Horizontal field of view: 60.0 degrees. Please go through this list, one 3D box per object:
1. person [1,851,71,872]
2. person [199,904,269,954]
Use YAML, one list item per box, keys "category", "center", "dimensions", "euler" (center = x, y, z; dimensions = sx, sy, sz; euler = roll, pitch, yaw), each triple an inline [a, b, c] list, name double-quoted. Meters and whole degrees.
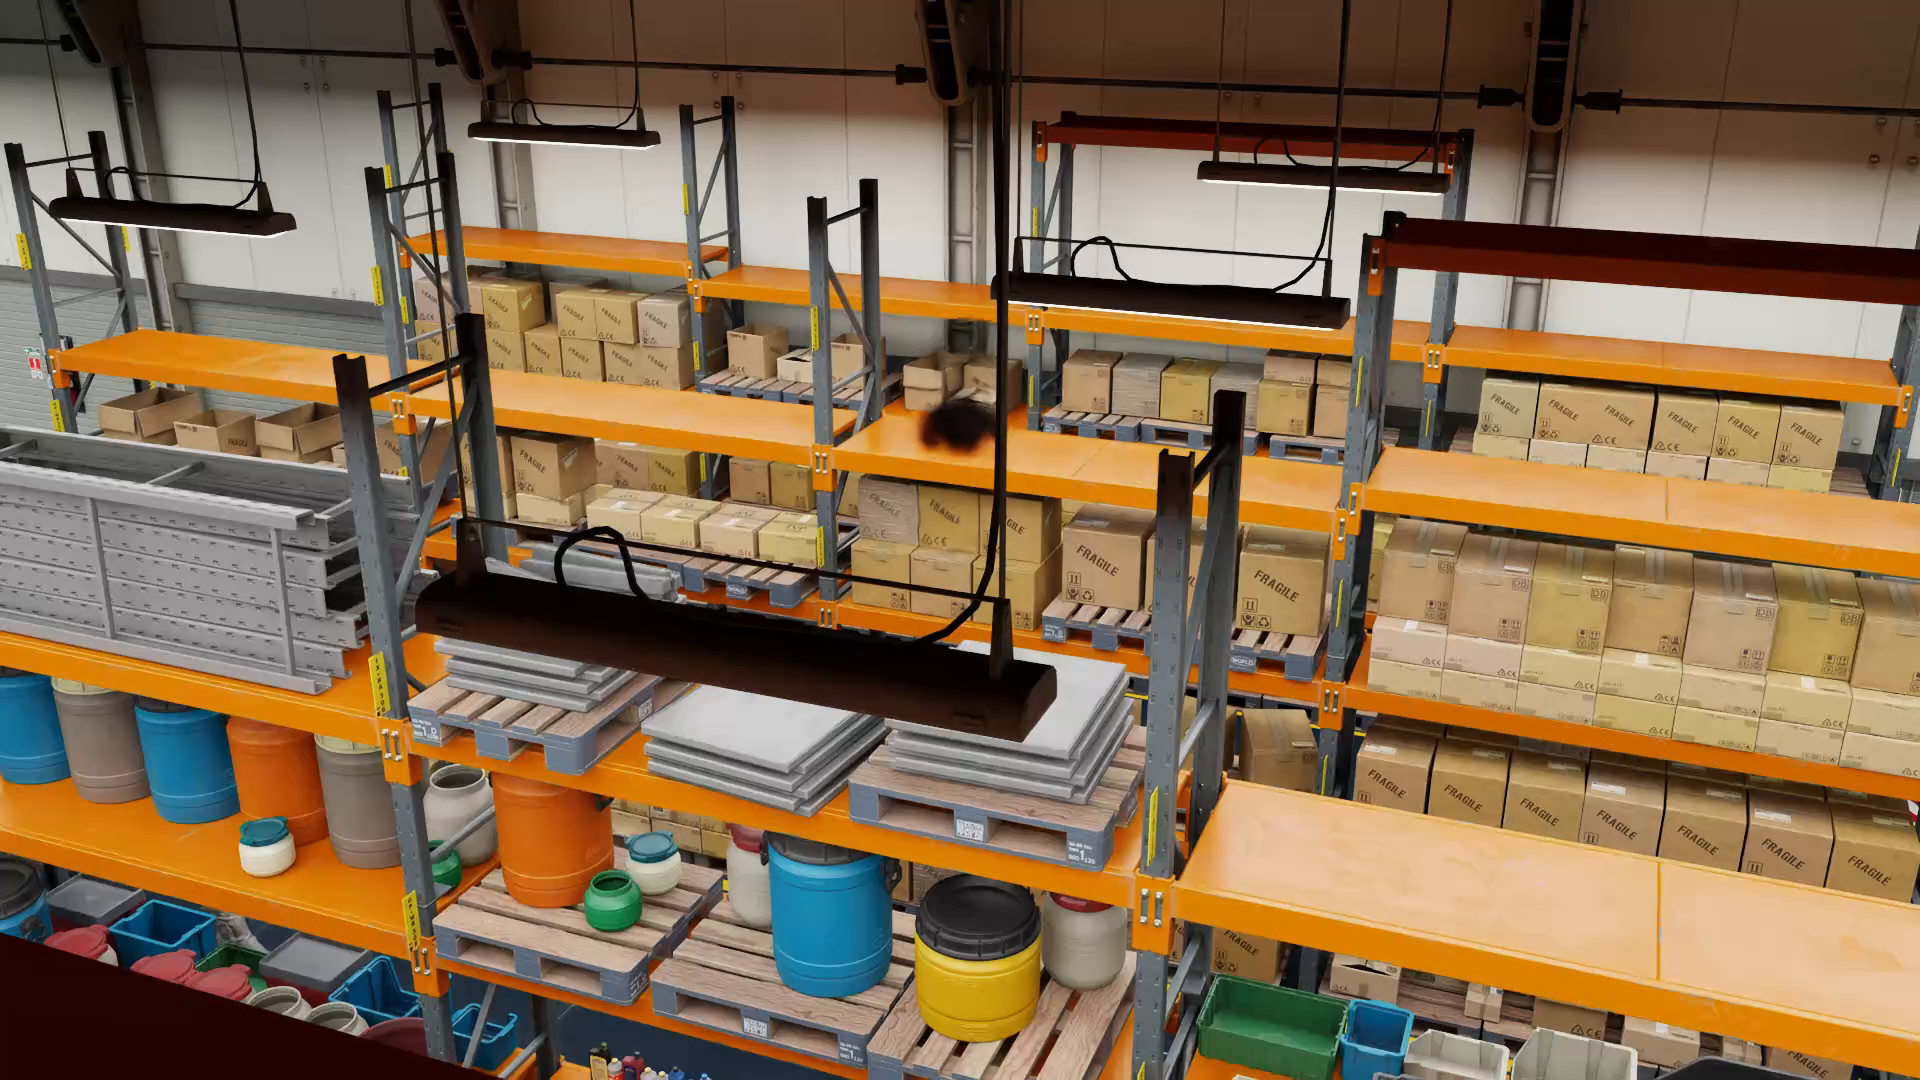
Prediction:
- category: "person"
  center: [-8.113, 2.226, 14.340]
  dimensions: [0.937, 1.597, 0.576]
  euler: [-6, 22, -14]
- category: "person"
  center: [-5.646, 2.757, 12.830]
  dimensions: [1.097, 1.602, 0.713]
  euler: [14, 25, 33]
